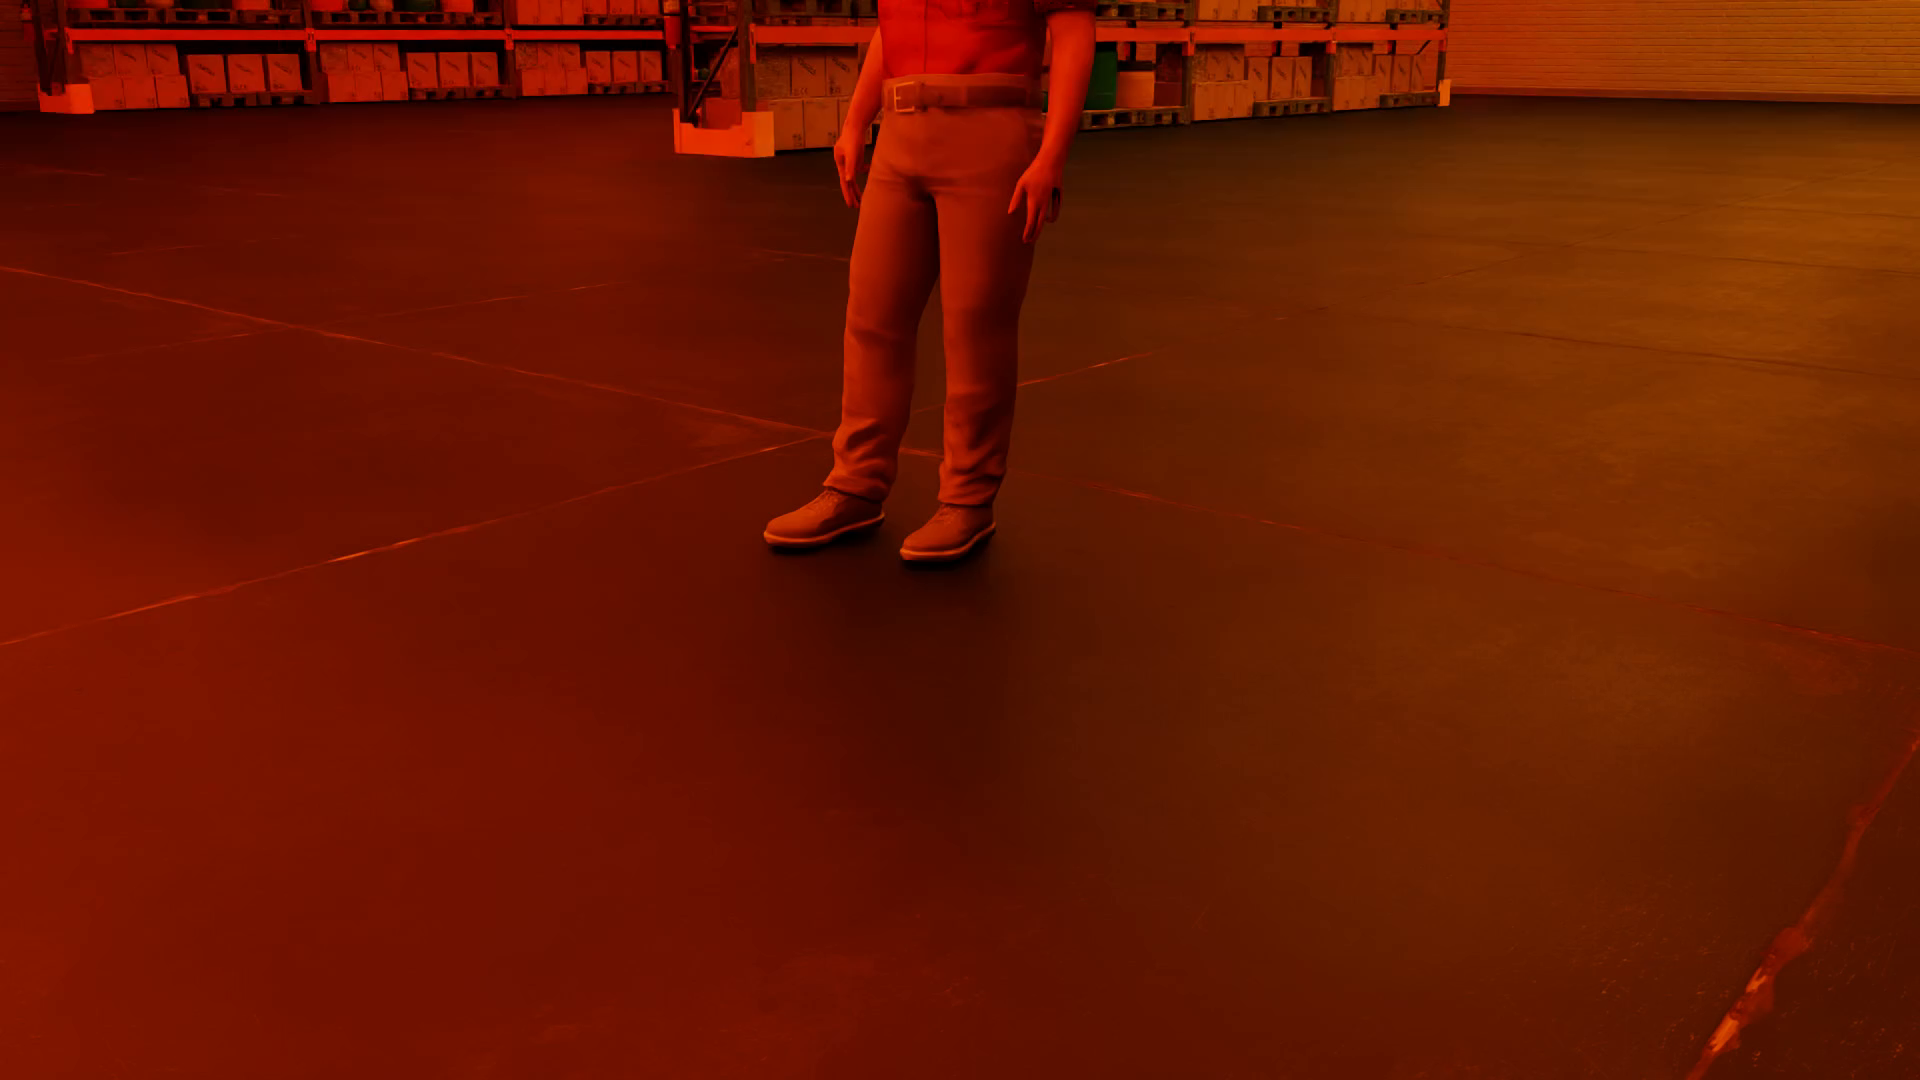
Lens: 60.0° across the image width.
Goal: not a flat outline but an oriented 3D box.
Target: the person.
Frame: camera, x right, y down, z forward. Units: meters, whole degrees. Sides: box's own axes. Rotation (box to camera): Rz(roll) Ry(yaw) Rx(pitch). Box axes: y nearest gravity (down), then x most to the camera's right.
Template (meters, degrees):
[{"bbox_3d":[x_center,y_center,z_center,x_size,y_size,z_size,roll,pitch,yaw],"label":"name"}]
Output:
[{"bbox_3d":[-0.066,-0.816,3.629,0.641,1.727,0.550,13,21,37],"label":"person"}]
